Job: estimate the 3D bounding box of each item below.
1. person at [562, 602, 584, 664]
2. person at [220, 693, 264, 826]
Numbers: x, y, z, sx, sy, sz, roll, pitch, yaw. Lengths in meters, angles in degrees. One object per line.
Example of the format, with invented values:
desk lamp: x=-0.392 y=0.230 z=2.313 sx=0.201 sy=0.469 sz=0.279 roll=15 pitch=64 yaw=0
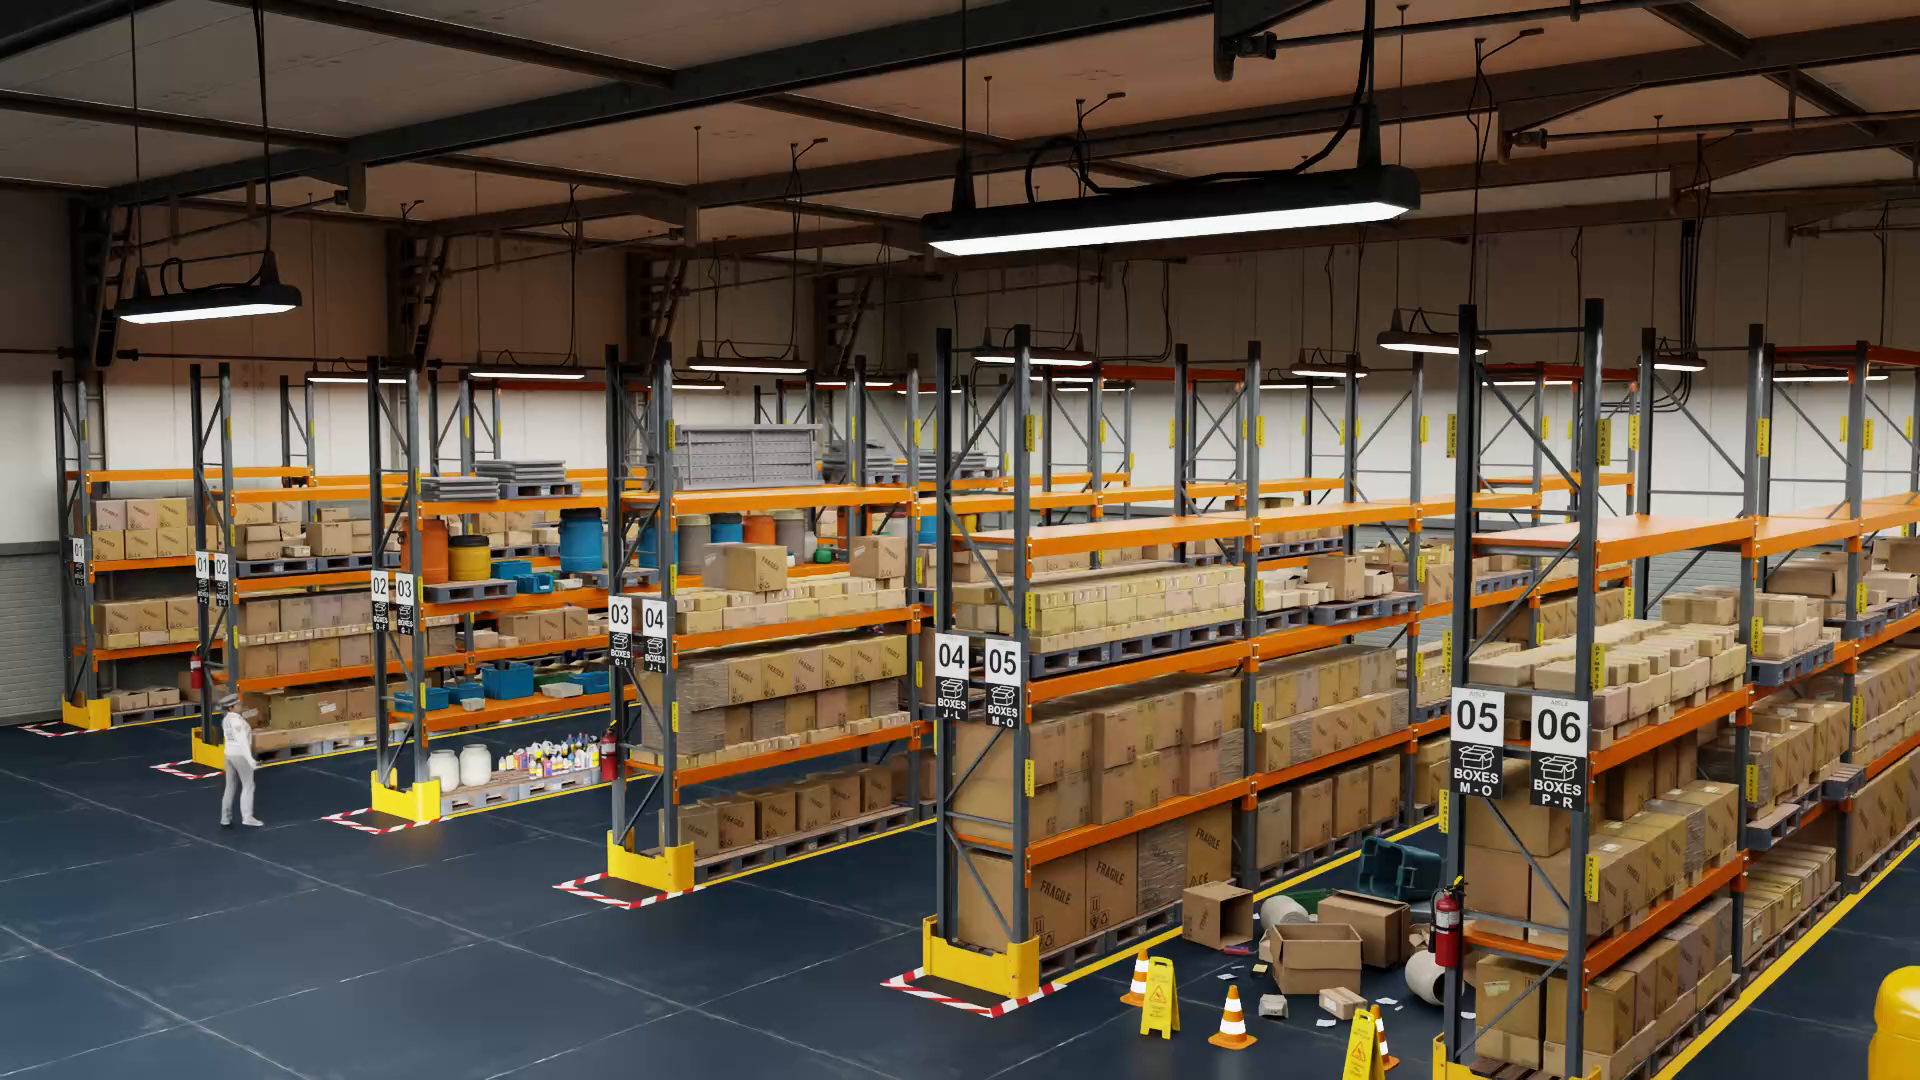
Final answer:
person: x=-7.840 y=1.932 z=33.651 sx=0.556 sy=1.668 sz=0.539 roll=-2 pitch=5 yaw=-25
person: x=-9.112 y=2.798 z=21.105 sx=0.643 sy=1.702 sz=0.424 roll=3 pitch=5 yaw=39
